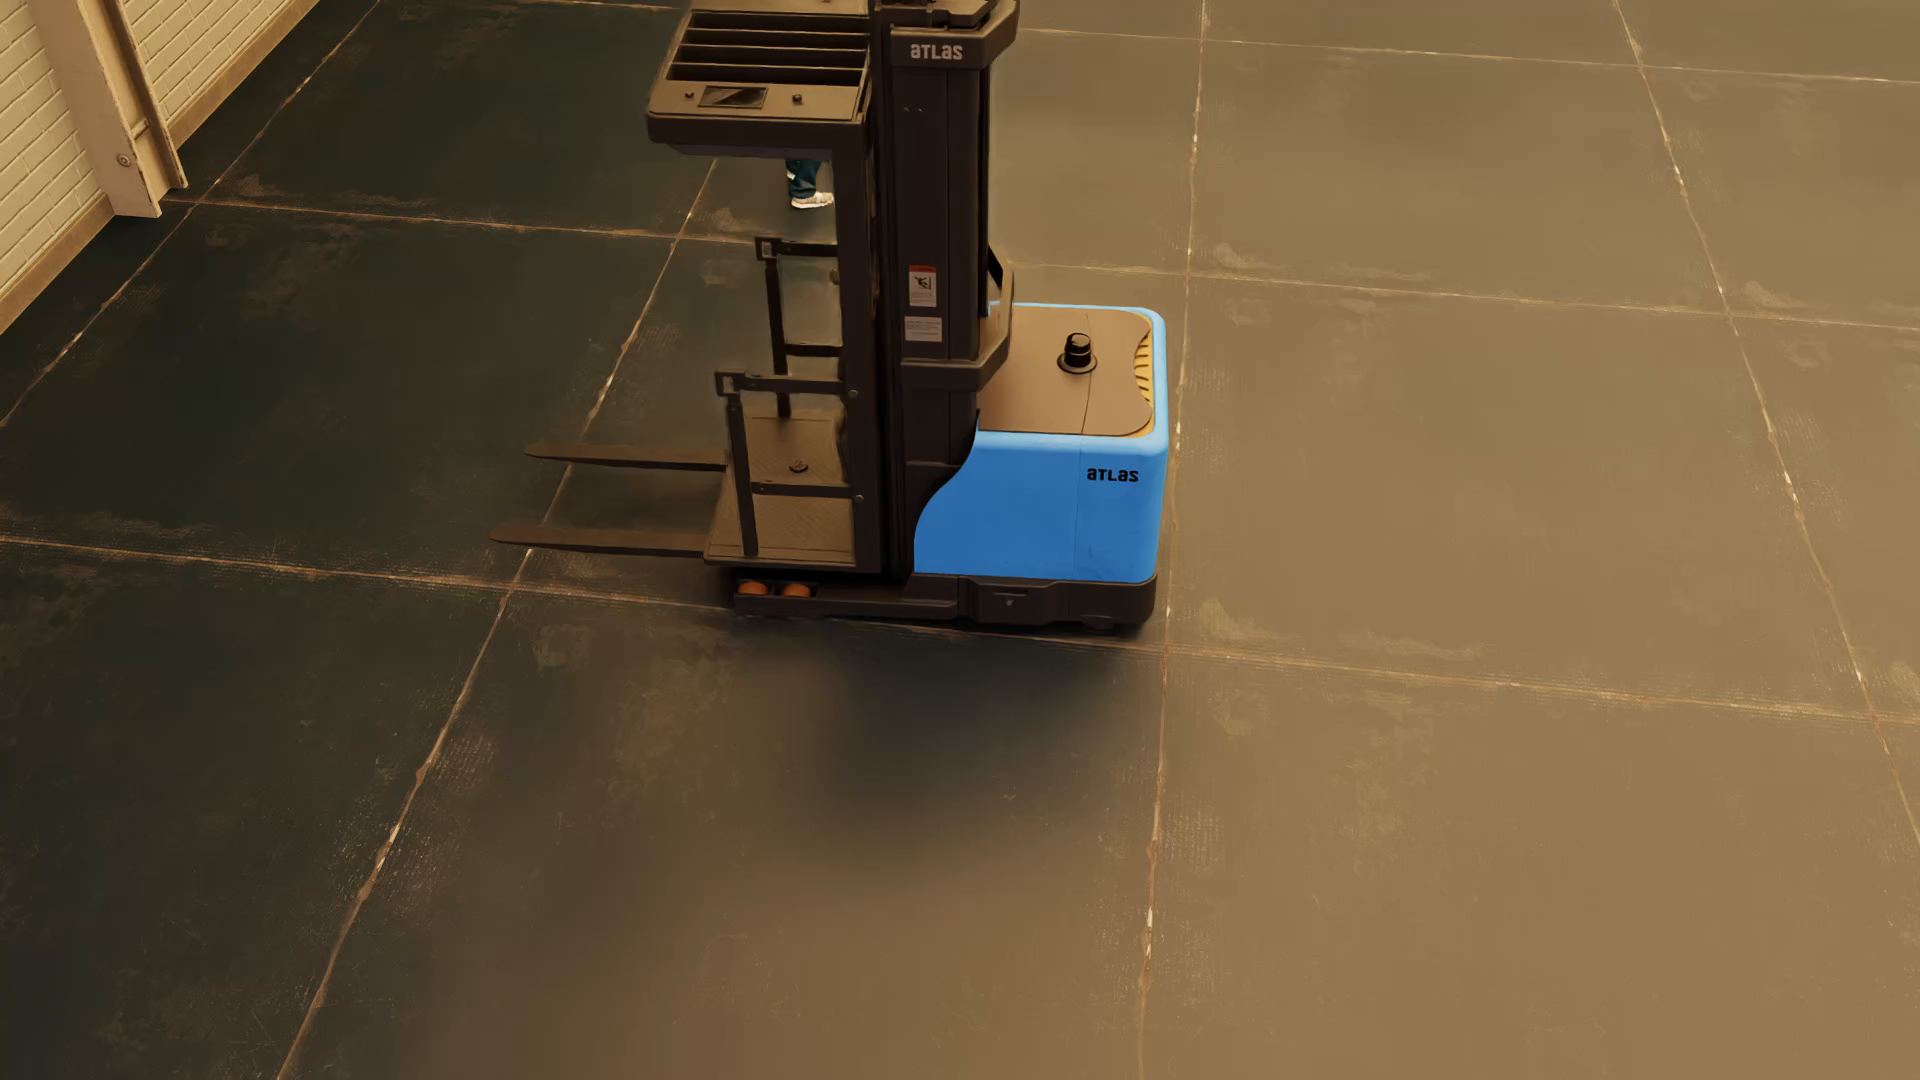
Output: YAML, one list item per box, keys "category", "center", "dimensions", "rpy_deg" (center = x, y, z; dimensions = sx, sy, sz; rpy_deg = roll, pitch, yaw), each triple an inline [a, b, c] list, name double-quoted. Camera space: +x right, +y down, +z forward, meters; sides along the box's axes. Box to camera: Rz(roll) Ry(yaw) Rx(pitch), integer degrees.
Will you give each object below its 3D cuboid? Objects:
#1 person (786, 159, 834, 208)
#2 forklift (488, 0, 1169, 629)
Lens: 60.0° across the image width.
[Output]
- category: "person"
  center: [-0.919, -2.708, 9.705]
  dimensions: [0.399, 1.563, 0.730]
  rpy_deg: [-23, 47, -23]
- category: "forklift"
  center: [-0.616, -1.075, 6.895]
  dimensions: [3.031, 2.935, 1.130]
  rpy_deg: [3, 43, 3]
